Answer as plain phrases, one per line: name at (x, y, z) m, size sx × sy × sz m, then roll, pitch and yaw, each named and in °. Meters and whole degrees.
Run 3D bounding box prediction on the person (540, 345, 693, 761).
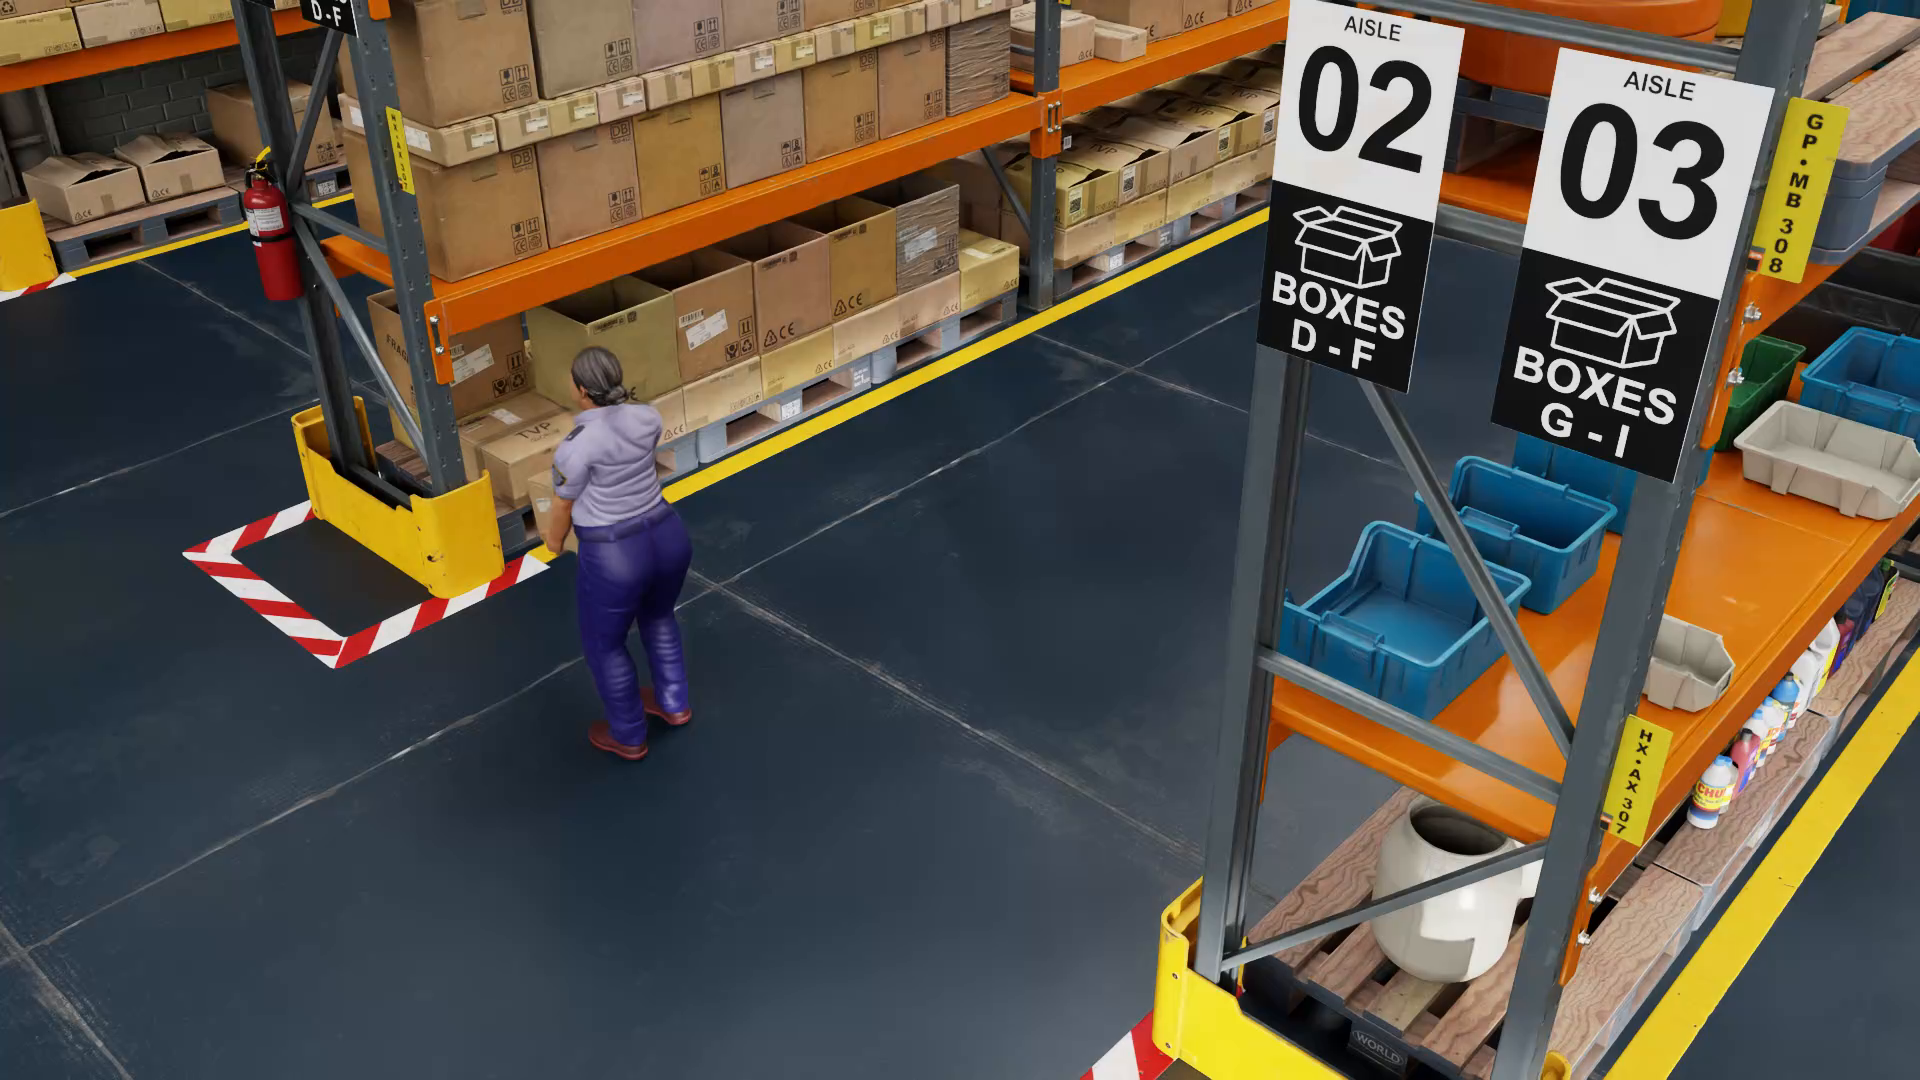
person at (-1.272, 0.032, 6.111) m, size 0.537 × 1.642 × 0.434 m, roll 25°, pitch 39°, yaw 34°
